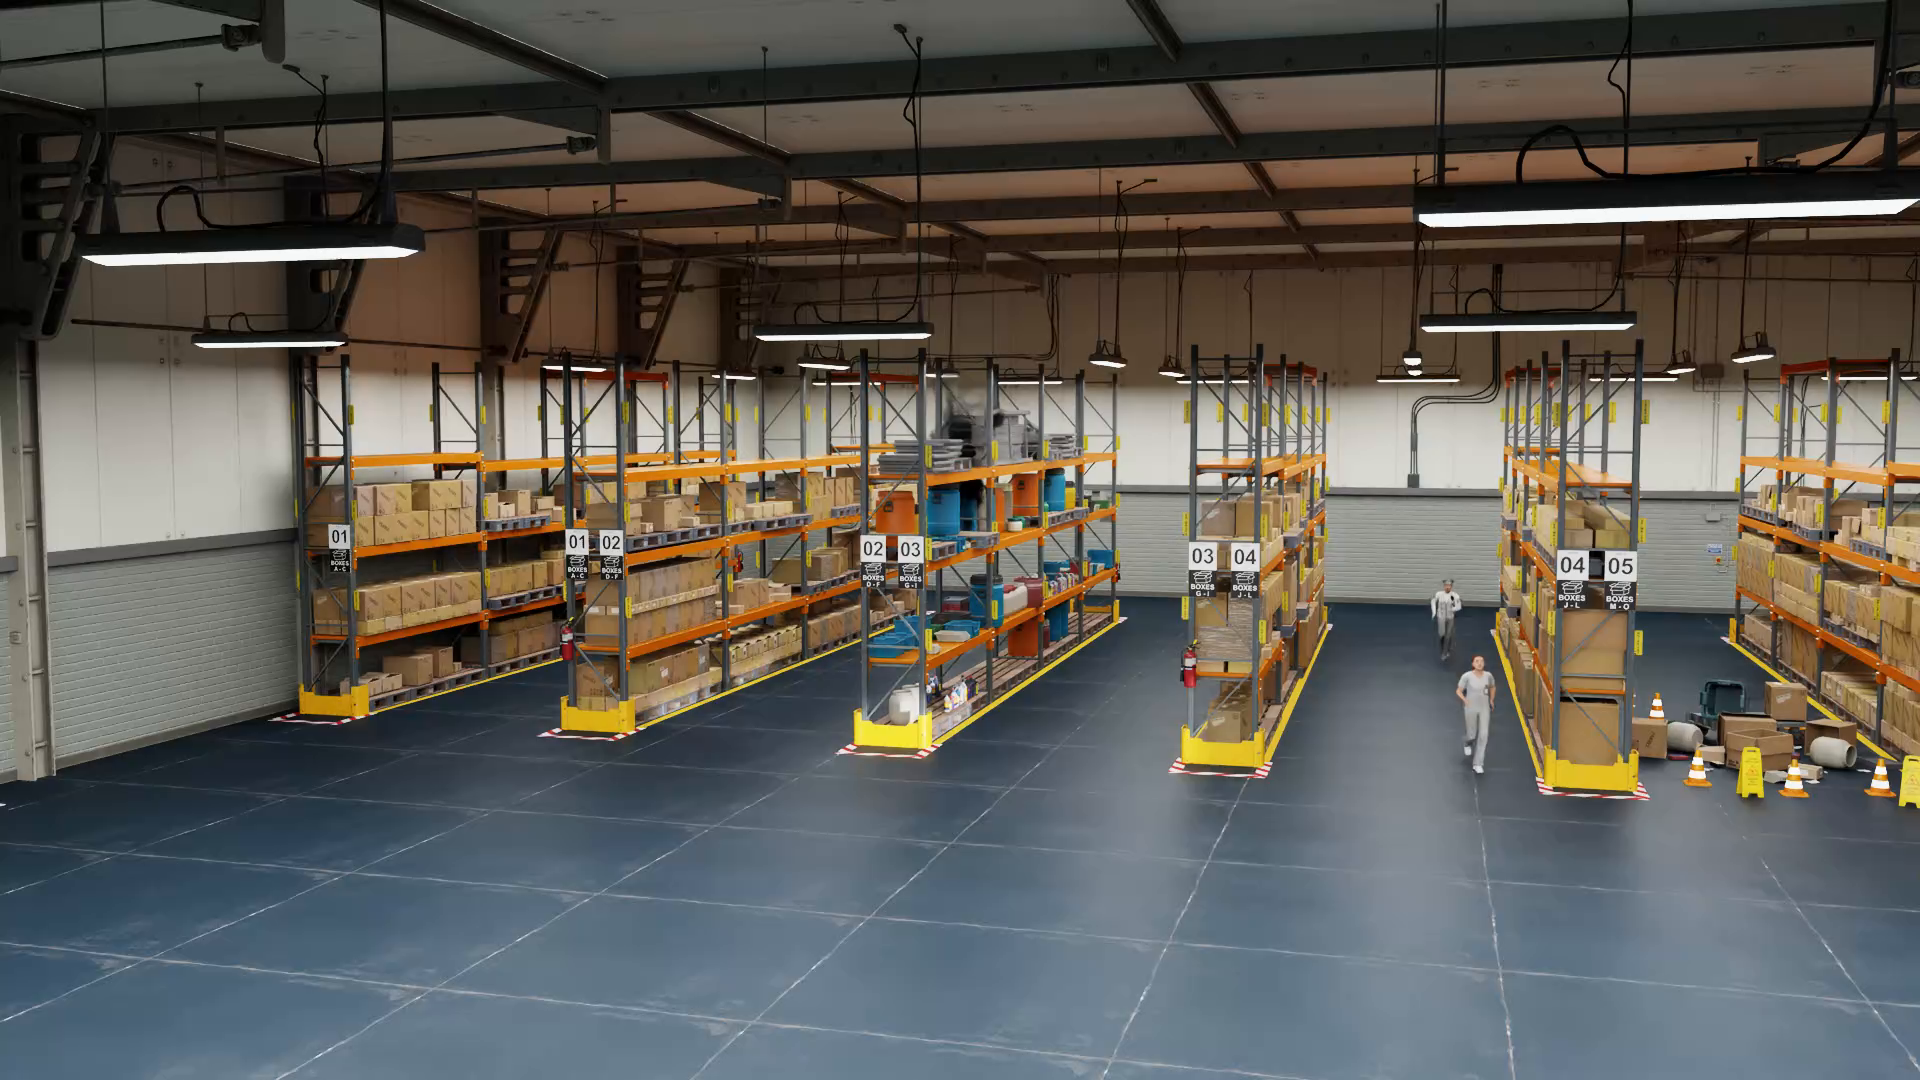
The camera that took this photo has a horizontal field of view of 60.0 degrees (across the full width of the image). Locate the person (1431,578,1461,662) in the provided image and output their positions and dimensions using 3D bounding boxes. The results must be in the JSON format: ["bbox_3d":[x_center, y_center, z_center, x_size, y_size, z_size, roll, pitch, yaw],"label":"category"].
[{"bbox_3d":[9.899,1.627,33.848,0.572,1.714,0.783,1,4,13],"label":"person"}]

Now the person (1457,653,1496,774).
[{"bbox_3d":[7.322,2.422,23.563,0.568,1.653,0.843,0,4,6],"label":"person"}]
